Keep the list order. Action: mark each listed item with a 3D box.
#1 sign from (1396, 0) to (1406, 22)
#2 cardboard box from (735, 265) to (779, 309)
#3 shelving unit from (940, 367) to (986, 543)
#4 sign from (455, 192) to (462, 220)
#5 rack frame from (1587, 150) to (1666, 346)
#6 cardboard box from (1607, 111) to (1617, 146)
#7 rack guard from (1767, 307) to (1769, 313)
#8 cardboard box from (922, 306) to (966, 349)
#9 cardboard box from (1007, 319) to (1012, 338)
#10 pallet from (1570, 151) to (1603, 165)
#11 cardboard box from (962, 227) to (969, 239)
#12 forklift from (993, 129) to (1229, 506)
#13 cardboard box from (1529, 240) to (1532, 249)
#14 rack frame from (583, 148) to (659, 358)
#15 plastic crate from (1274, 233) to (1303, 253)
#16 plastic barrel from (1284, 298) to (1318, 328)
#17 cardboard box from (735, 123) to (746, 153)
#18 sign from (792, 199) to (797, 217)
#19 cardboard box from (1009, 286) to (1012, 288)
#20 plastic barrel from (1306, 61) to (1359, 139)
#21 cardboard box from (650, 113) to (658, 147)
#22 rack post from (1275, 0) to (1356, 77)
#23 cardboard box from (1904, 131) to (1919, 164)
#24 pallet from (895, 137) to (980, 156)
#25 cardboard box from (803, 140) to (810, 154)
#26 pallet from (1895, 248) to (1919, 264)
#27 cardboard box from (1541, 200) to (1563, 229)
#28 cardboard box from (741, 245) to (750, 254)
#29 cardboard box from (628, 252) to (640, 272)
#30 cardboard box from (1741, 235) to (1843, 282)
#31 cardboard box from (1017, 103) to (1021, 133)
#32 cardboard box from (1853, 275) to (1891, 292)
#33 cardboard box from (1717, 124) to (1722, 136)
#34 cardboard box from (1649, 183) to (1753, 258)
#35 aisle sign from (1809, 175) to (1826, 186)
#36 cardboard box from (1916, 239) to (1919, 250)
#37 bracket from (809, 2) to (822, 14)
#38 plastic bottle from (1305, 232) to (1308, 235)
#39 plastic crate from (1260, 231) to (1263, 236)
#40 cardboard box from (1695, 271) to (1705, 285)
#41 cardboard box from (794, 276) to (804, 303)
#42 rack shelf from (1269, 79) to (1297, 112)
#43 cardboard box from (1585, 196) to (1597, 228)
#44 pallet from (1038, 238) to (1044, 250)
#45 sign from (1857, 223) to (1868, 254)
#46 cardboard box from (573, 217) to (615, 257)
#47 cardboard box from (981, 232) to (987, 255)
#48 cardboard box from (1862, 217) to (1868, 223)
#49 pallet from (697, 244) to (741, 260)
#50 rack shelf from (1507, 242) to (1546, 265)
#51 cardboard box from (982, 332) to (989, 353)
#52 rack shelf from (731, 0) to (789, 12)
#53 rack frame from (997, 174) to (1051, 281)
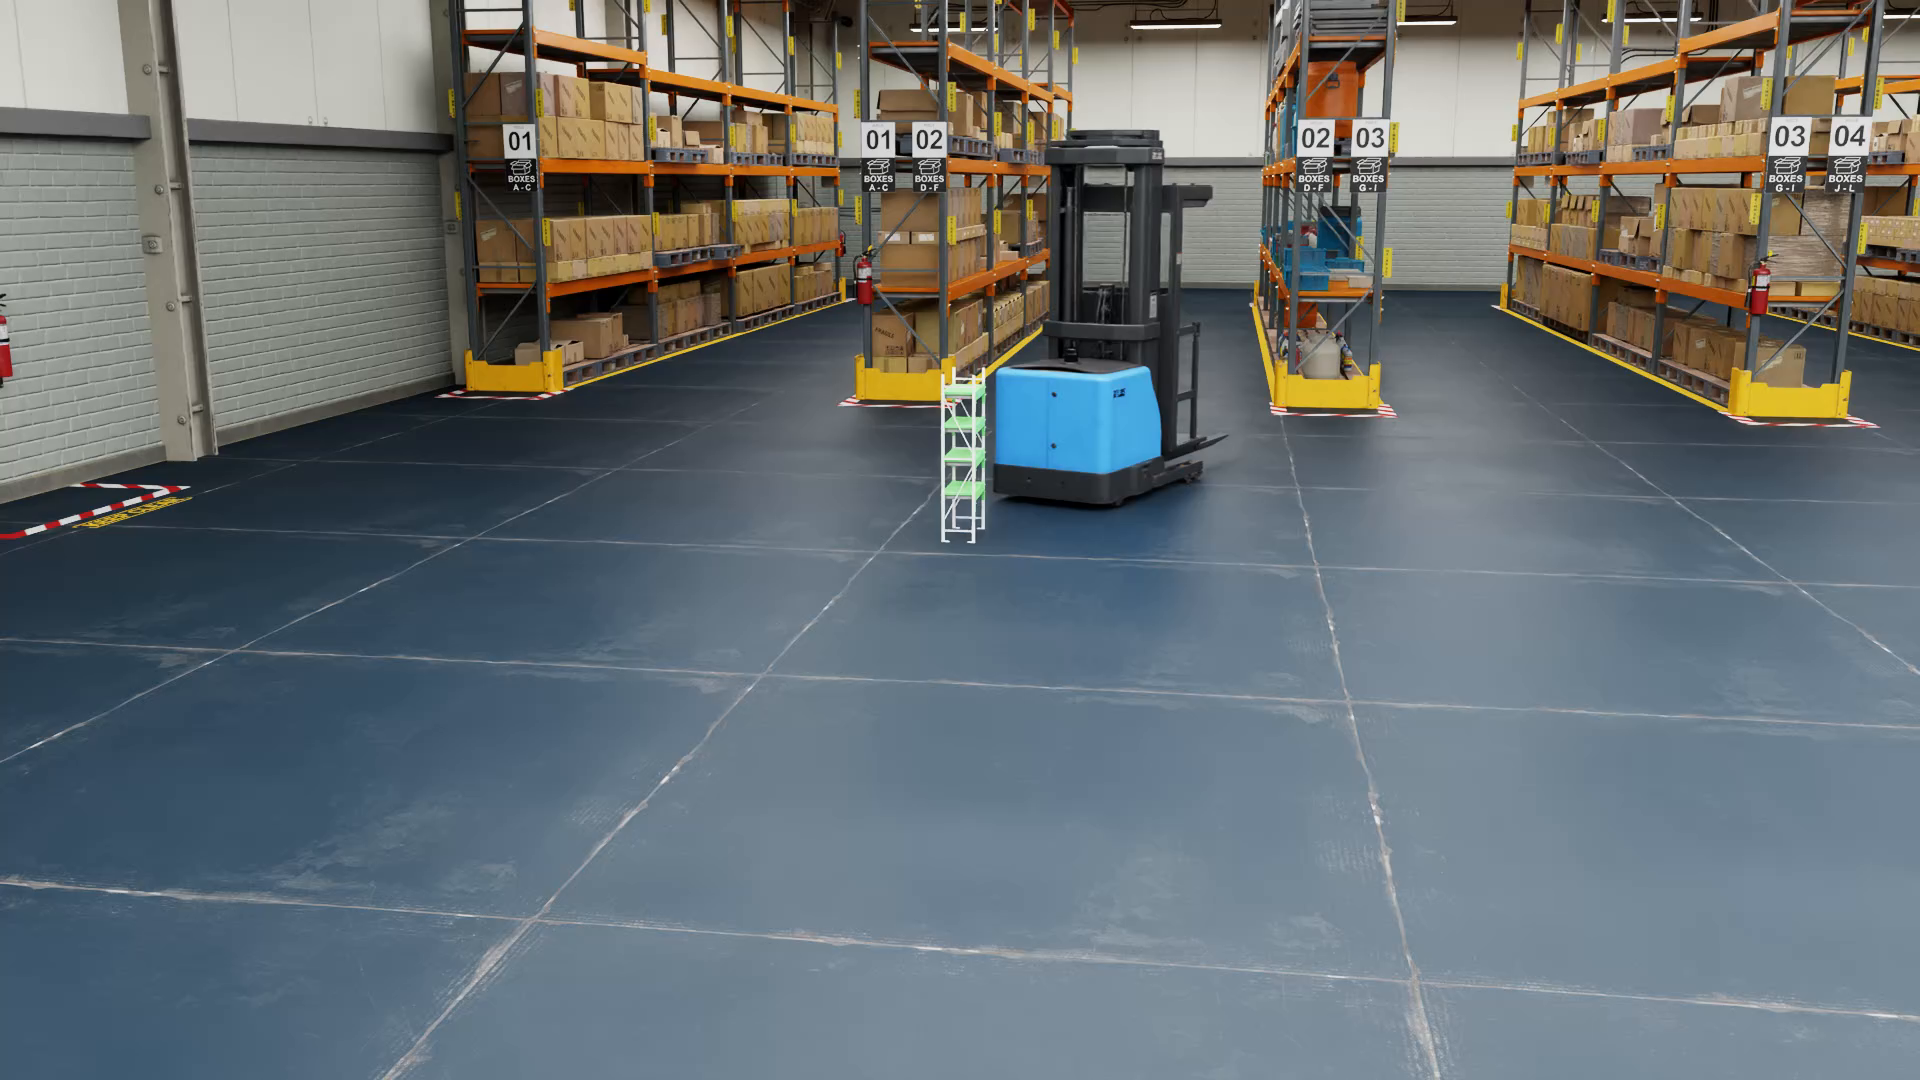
[{"bbox_3d":[4.793,-5.808,18.081,0.100,0.325,0.005,2,12,9],"label":"sign"},{"bbox_3d":[-3.799,-4.645,30.535,0.750,0.750,0.750,2,12,10],"label":"cardboard box"},{"bbox_3d":[0.025,-0.621,12.027,0.258,1.200,0.503,2,12,9],"label":"shelving unit"},{"bbox_3d":[-6.084,-4.060,20.215,0.100,0.325,0.005,2,12,9],"label":"sign"},{"bbox_3d":[10.375,-4.501,25.761,1.000,3.000,0.127,2,12,9],"label":"rack frame"},{"bbox_3d":[10.048,-6.172,24.966,0.500,0.500,0.500,2,12,9],"label":"cardboard box"},{"bbox_3d":[16.479,-4.747,32.835,1.175,0.500,0.348,2,12,9],"label":"rack guard"},{"bbox_3d":[-0.202,-2.699,21.146,0.500,0.500,0.500,2,12,9],"label":"cardboard box"},{"bbox_3d":[0.514,-3.248,25.474,0.500,0.250,0.500,2,12,10],"label":"cardboard box"},{"bbox_3d":[10.590,-6.244,27.175,1.003,0.211,1.213,2,12,11],"label":"pallet"},{"bbox_3d":[-0.093,-3.973,21.533,0.380,0.149,0.250,2,12,11],"label":"cardboard box"},{"bbox_3d":[1.451,-1.963,14.145,1.130,2.935,3.031,7,14,30],"label":"forklift"},{"bbox_3d":[10.910,-5.553,31.236,0.380,0.149,0.250,2,12,8],"label":"cardboard box"},{"bbox_3d":[-4.924,-4.150,24.131,1.000,3.000,0.127,2,12,9],"label":"rack frame"},{"bbox_3d":[4.930,-4.367,24.984,0.402,0.464,0.583,2,12,9],"label":"plastic crate"},{"bbox_3d":[5.539,-3.909,27.165,0.600,0.830,0.708,2,12,9],"label":"plastic barrel"},{"bbox_3d":[-4.163,-7.043,29.151,0.700,0.500,0.500,3,12,12],"label":"cardboard box"},{"bbox_3d":[-3.156,-6.327,31.673,0.100,0.325,0.005,2,12,9],"label":"sign"},{"bbox_3d":[0.653,-4.236,29.417,0.500,0.500,0.500,1,12,7],"label":"cardboard box"},{"bbox_3d":[4.199,-4.983,18.861,0.600,0.830,0.708,2,12,9],"label":"plastic barrel"},{"bbox_3d":[-4.761,-5.982,24.277,0.500,0.500,0.500,4,13,17],"label":"cardboard box"},{"bbox_3d":[5.083,-7.272,23.904,1.013,1.000,3.121,2,12,9],"label":"rack post"},{"bbox_3d":[15.242,-6.171,26.148,0.500,0.500,0.500,2,12,9],"label":"cardboard box"},{"bbox_3d":[-0.324,-4.982,21.081,1.003,0.211,1.213,2,12,9],"label":"pallet"},{"bbox_3d":[-3.234,-7.704,32.622,0.500,0.250,0.500,2,12,7],"label":"cardboard box"},{"bbox_3d":[15.264,-4.378,25.642,1.213,0.211,1.003,2,12,9],"label":"pallet"},{"bbox_3d":[10.796,-5.877,30.014,0.500,0.500,0.500,2,12,10],"label":"cardboard box"},{"bbox_3d":[-3.857,-5.036,28.789,0.380,0.149,0.250,2,12,10],"label":"cardboard box"},{"bbox_3d":[-4.782,-3.875,23.162,0.500,0.250,0.500,2,12,9],"label":"cardboard box"},{"bbox_3d":[9.256,-3.144,18.519,0.875,0.500,0.500,2,12,9],"label":"cardboard box"},{"bbox_3d":[0.739,-7.024,27.735,0.500,0.500,0.500,2,12,9],"label":"cardboard box"},{"bbox_3d":[15.501,-4.357,28.247,0.500,0.250,0.500,1,12,6],"label":"cardboard box"},{"bbox_3d":[9.236,-4.872,19.768,0.380,0.149,0.250,2,12,10],"label":"cardboard box"},{"bbox_3d":[10.020,-4.328,22.536,1.000,1.000,1.000,2,12,9],"label":"cardboard box"},{"bbox_3d":[16.798,-7.261,32.397,0.394,0.787,0.004,2,12,9],"label":"aisle sign"},{"bbox_3d":[14.882,-4.520,25.445,0.380,0.149,0.250,2,12,10],"label":"cardboard box"},{"bbox_3d":[-3.231,-11.833,36.995,0.235,0.232,0.430,2,12,9],"label":"bracket"},{"bbox_3d":[6.135,-5.273,29.459,0.144,0.351,0.185,2,12,9],"label":"plastic bottle"},{"bbox_3d":[6.246,-6.097,33.419,0.416,0.233,0.300,2,12,9],"label":"plastic crate"},{"bbox_3d":[9.212,-3.198,20.310,0.380,0.149,0.250,2,12,9],"label":"cardboard box"},{"bbox_3d":[-3.477,-4.951,32.785,0.700,0.500,0.500,2,12,9],"label":"cardboard box"},{"bbox_3d":[5.788,-7.464,27.923,1.077,0.370,4.000,2,12,9],"label":"rack shelf"},{"bbox_3d":[10.606,-5.328,26.978,0.797,0.503,0.637,2,12,10],"label":"cardboard box"},{"bbox_3d":[0.971,-5.399,30.382,1.003,0.211,1.213,2,12,9],"label":"pallet"},{"bbox_3d":[9.680,-3.242,17.861,0.100,0.325,0.005,2,12,9],"label":"sign"},{"bbox_3d":[-4.929,-4.028,22.093,0.500,0.500,0.500,2,12,10],"label":"cardboard box"},{"bbox_3d":[0.187,-4.308,24.628,0.500,0.500,0.500,3,12,13],"label":"cardboard box"},{"bbox_3d":[15.241,-5.295,27.631,0.380,0.149,0.250,2,12,8],"label":"cardboard box"},{"bbox_3d":[-4.313,-4.737,27.311,1.213,0.211,1.003,2,12,9],"label":"pallet"},{"bbox_3d":[11.297,-5.399,31.632,1.077,0.370,4.000,2,12,9],"label":"rack shelf"},{"bbox_3d":[0.116,-2.748,23.155,0.500,0.250,0.500,2,12,9],"label":"cardboard box"},{"bbox_3d":[-4.001,-9.605,29.021,1.077,0.370,4.000,2,12,9],"label":"rack shelf"},{"bbox_3d":[1.202,-5.656,31.118,1.000,3.000,0.127,2,12,9],"label":"rack frame"}]
